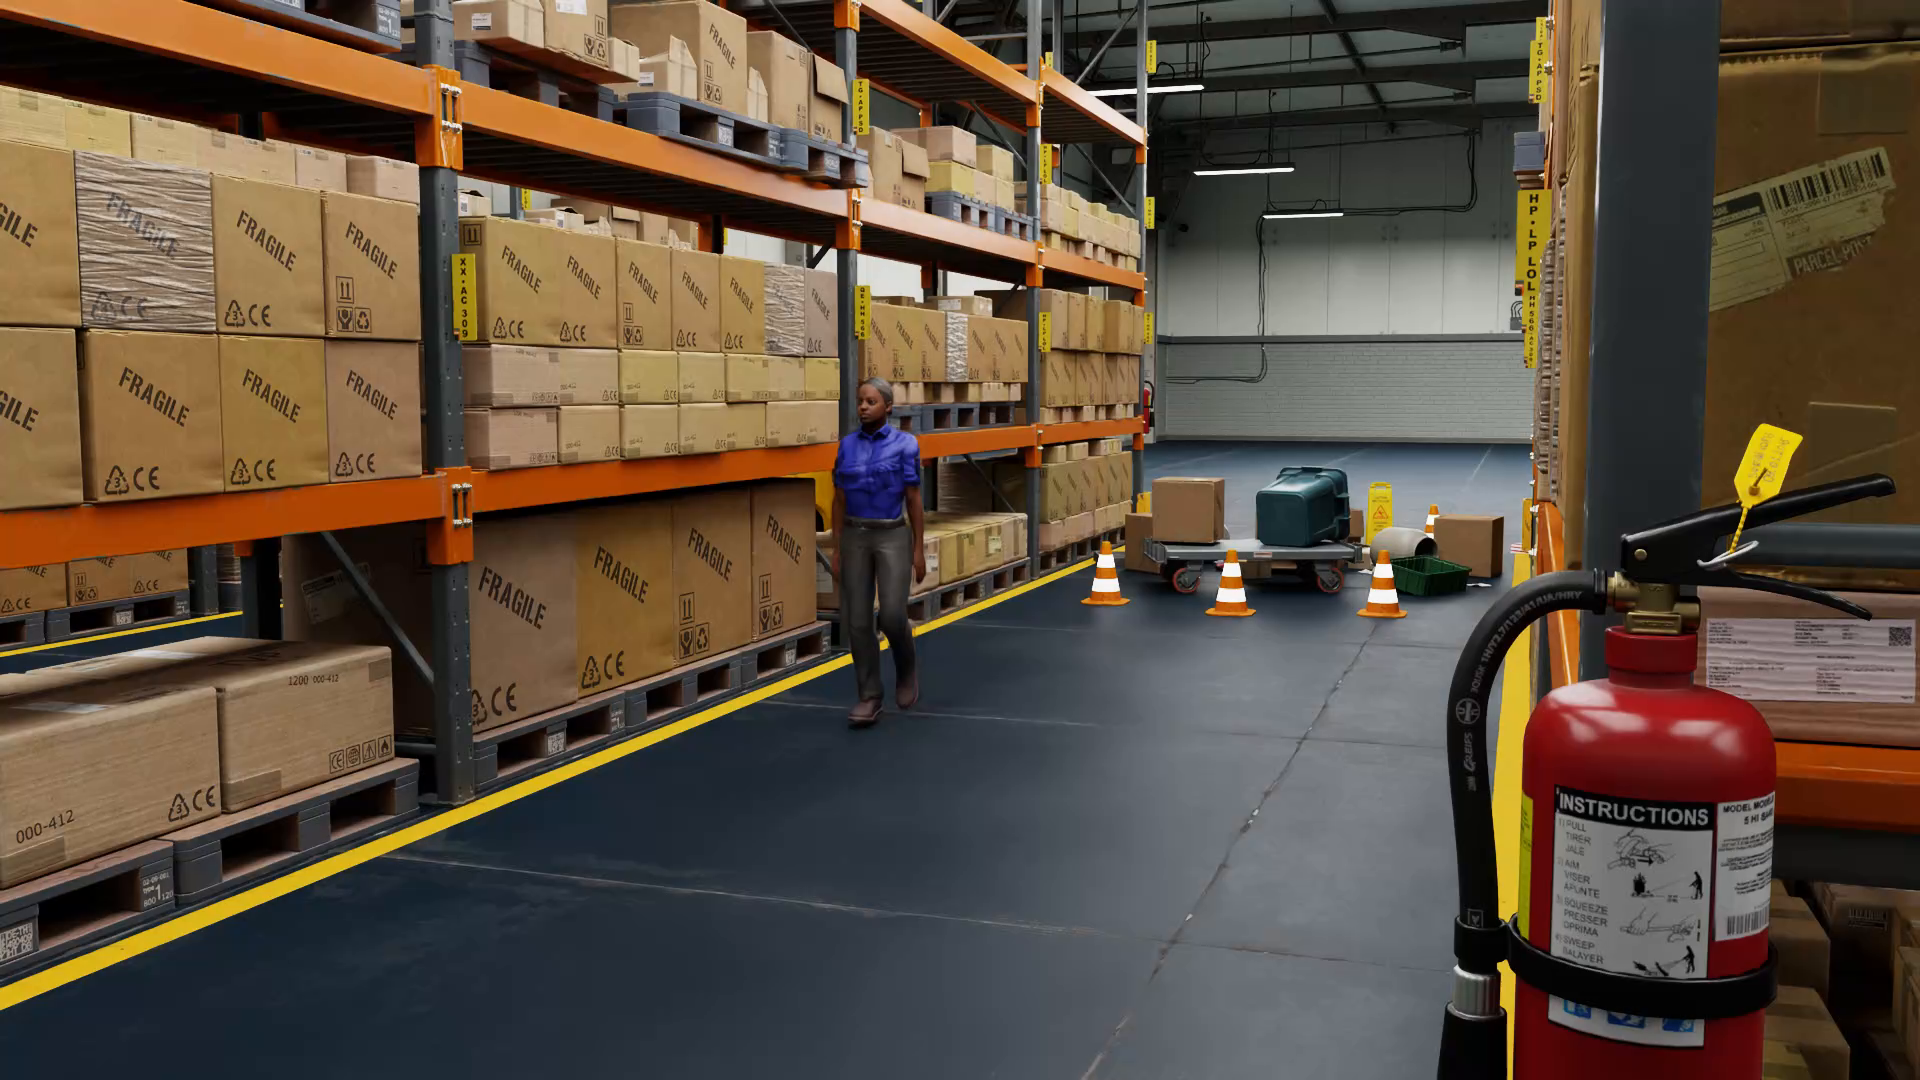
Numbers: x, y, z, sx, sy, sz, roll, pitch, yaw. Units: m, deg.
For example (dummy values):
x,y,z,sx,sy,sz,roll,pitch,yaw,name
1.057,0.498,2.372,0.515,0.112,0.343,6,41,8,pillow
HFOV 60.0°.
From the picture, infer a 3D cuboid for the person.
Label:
x,y,z,sx,sy,sz,roll,pitch,yaw,name
-0.394,0.042,8.037,0.472,1.651,0.472,2,6,19,person
